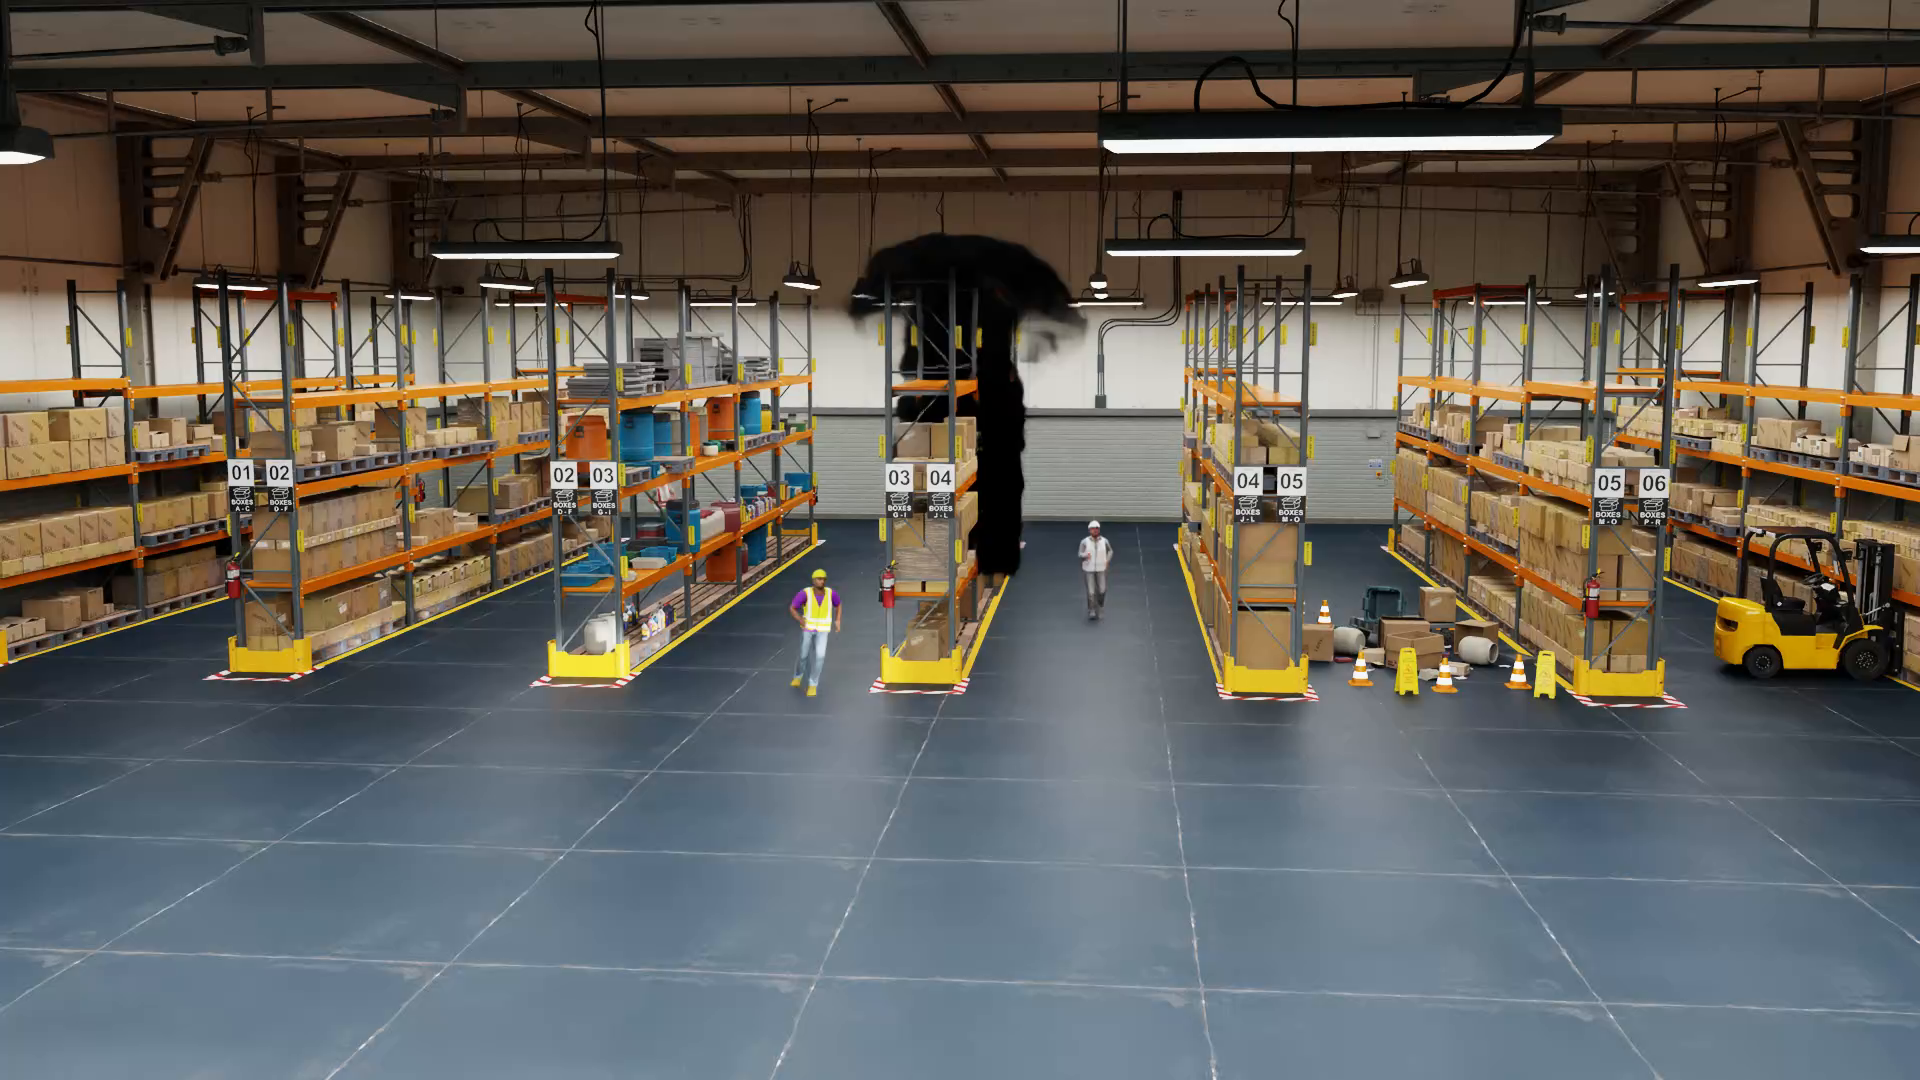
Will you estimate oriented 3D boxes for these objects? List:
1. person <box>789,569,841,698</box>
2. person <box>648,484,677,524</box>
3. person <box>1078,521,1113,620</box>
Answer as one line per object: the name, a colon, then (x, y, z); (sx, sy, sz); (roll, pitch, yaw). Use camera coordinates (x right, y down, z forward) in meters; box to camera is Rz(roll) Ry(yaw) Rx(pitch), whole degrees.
person: (-2.035, 1.298, 23.503); (0.760, 1.789, 0.760); (-1, 7, -10)
person: (-7.180, -0.756, 40.487); (0.741, 1.721, 0.503); (-5, 8, -33)
person: (2.411, 0.551, 29.543); (0.641, 1.772, 0.651); (0, 7, 0)
